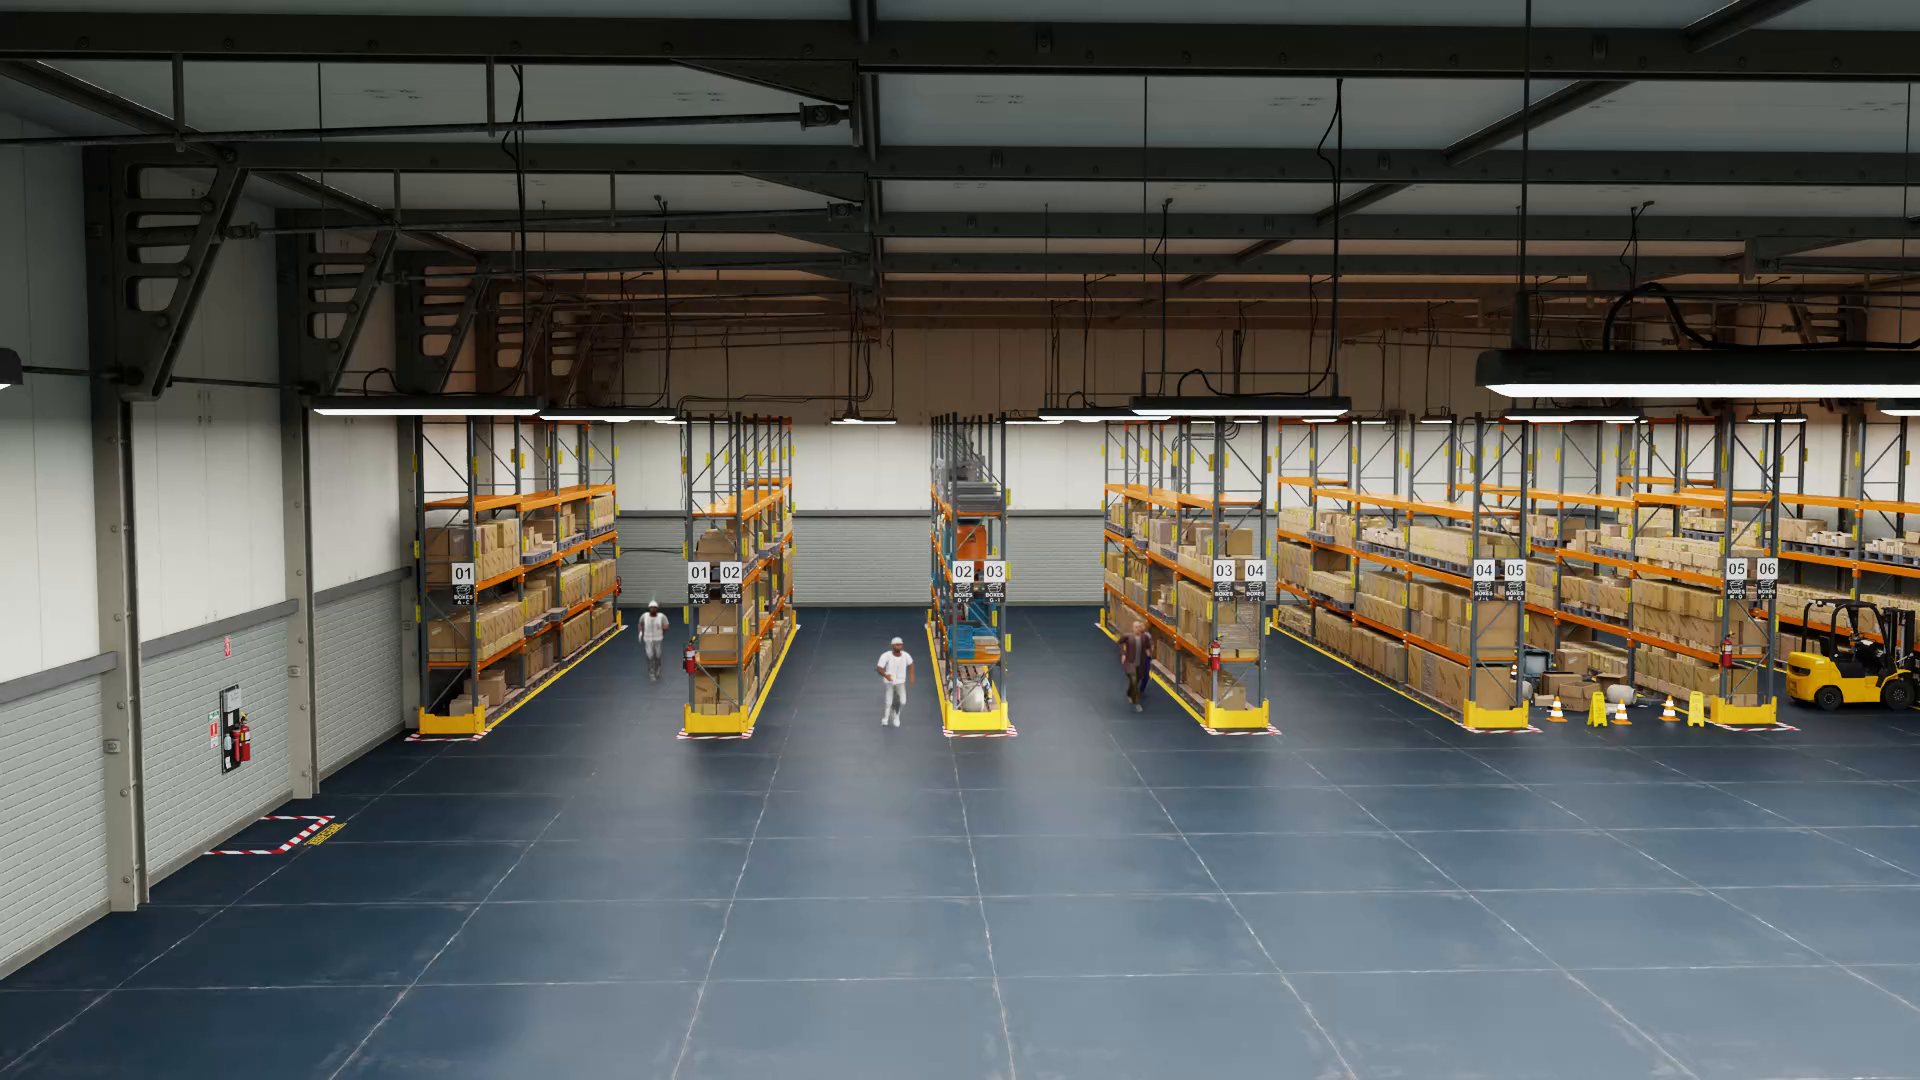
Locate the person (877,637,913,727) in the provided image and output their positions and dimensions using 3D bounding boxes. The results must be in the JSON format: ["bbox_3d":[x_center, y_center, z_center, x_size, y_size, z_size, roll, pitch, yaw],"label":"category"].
[{"bbox_3d":[-1.207,2.706,31.593,0.767,1.723,0.619,-1,4,-17],"label":"person"}]

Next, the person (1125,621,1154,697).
[{"bbox_3d":[3.851,2.530,35.308,0.607,1.596,0.547,-1,4,-12],"label":"person"}]

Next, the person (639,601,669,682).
[{"bbox_3d":[-6.877,2.253,37.385,0.683,1.769,1.003,-1,4,-10],"label":"person"}]

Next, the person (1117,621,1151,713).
[{"bbox_3d":[3.544,2.537,33.768,0.649,1.804,1.026,-1,4,-18],"label":"person"}]
